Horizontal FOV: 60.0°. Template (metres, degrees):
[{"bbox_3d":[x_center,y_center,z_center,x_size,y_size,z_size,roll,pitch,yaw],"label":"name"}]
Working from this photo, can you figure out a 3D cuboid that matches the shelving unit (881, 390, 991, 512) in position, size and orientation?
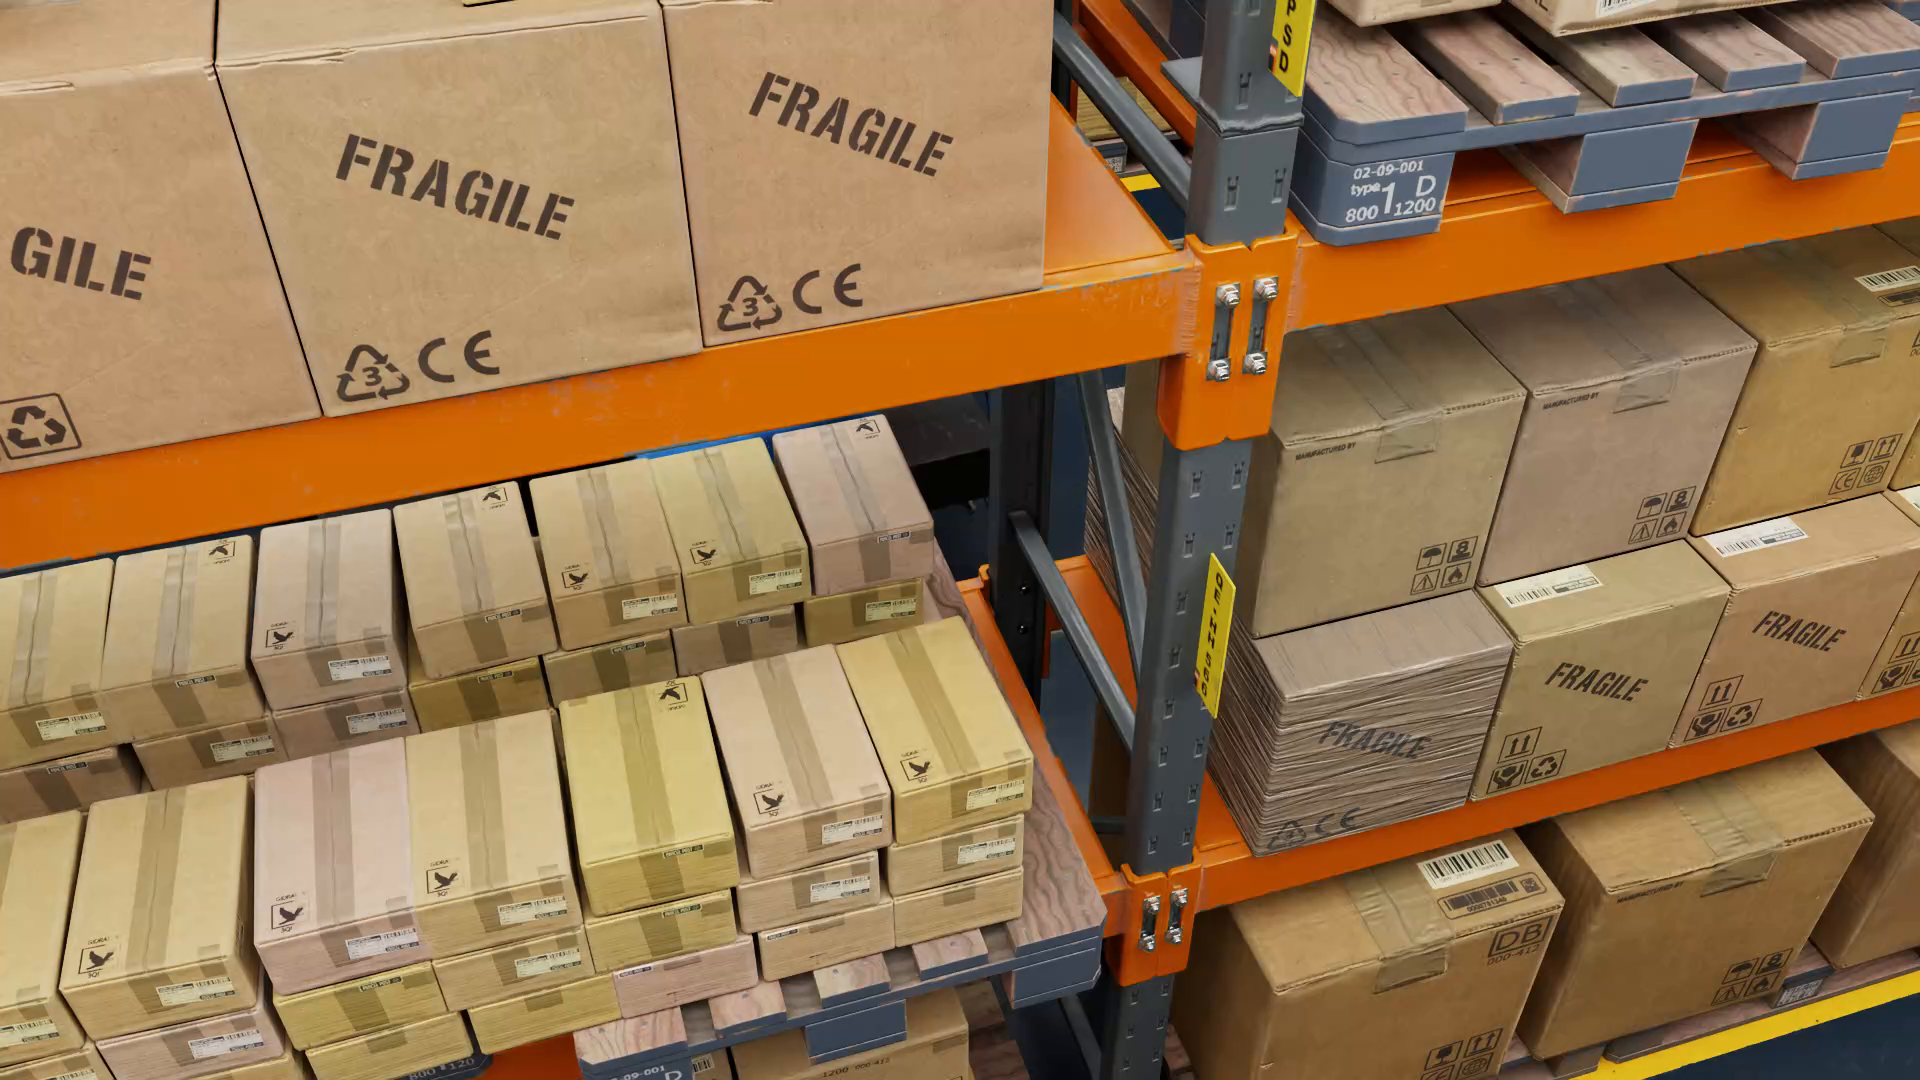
[{"bbox_3d":[-0.132,-0.775,5.541,0.503,2.100,0.431,-14,43,-16],"label":"shelving unit"}]

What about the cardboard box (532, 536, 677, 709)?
[{"bbox_3d":[-0.756,0.143,3.452,0.250,0.149,0.380,-13,43,-14],"label":"cardboard box"}]

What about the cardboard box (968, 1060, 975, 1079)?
[{"bbox_3d":[-0.272,1.317,4.043,0.500,0.500,0.500,-12,43,-13],"label":"cardboard box"}]

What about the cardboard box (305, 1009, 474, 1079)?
[{"bbox_3d":[-1.033,0.762,2.969,0.250,0.149,0.380,-13,43,-15],"label":"cardboard box"}]

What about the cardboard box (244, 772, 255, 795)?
[{"bbox_3d":[-1.474,0.401,3.383,0.250,0.149,0.380,-11,42,-12],"label":"cardboard box"}]

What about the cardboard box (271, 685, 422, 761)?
[{"bbox_3d":[-1.234,0.242,3.339,0.250,0.149,0.380,-12,42,-13],"label":"cardboard box"}]

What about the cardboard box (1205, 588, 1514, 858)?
[{"bbox_3d":[0.786,0.283,3.570,0.500,0.500,0.500,-11,42,-13],"label":"cardboard box"}]

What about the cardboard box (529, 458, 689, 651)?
[{"bbox_3d":[-0.713,0.022,3.364,0.250,0.149,0.380,-12,43,-13],"label":"cardboard box"}]

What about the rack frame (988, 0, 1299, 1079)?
[{"bbox_3d":[0.277,0.240,3.696,0.127,3.000,1.000,-12,42,-13],"label":"rack frame"}]

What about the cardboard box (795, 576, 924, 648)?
[{"bbox_3d":[-0.244,0.034,3.577,0.250,0.149,0.380,-10,42,-11],"label":"cardboard box"}]

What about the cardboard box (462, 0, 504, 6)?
[{"bbox_3d":[-0.515,-0.862,2.019,0.258,0.266,0.396,-12,42,-13],"label":"cardboard box"}]

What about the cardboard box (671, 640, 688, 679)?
[{"bbox_3d":[-0.723,0.245,3.562,0.250,0.149,0.380,-10,42,-11],"label":"cardboard box"}]

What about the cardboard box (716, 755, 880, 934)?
[{"bbox_3d":[-0.311,0.501,3.042,0.250,0.149,0.380,-10,42,-11],"label":"cardboard box"}]

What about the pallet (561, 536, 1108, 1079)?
[{"bbox_3d":[-0.371,0.520,3.521,1.003,0.211,1.213,-12,42,-13],"label":"pallet"}]

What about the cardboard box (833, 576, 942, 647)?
[{"bbox_3d":[-0.210,0.138,3.684,0.250,0.149,0.380,-12,43,-14],"label":"cardboard box"}]

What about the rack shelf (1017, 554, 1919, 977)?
[{"bbox_3d":[2.185,0.115,4.385,4.000,0.370,1.077,-12,42,-13],"label":"rack shelf"}]

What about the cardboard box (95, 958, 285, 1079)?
[{"bbox_3d":[-1.287,0.704,2.810,0.250,0.149,0.380,-11,42,-12],"label":"cardboard box"}]

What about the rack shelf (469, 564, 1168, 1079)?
[{"bbox_3d":[-1.630,0.906,3.480,4.000,0.370,1.077,-12,42,-13],"label":"rack shelf"}]

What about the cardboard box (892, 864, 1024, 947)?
[{"bbox_3d":[-0.055,0.562,3.198,0.250,0.149,0.380,-11,42,-12],"label":"cardboard box"}]

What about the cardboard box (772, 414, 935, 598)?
[{"bbox_3d":[-0.226,-0.077,3.478,0.250,0.149,0.380,-12,42,-13],"label":"cardboard box"}]

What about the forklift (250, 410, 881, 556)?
[{"bbox_3d":[-1.798,-0.655,4.772,3.031,2.935,1.130,-16,44,-18],"label":"forklift"}]

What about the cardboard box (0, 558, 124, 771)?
[{"bbox_3d":[-1.714,0.230,3.127,0.250,0.149,0.380,-12,43,-14],"label":"cardboard box"}]

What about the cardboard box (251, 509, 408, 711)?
[{"bbox_3d":[-1.223,0.129,3.242,0.250,0.149,0.380,-10,42,-11],"label":"cardboard box"}]

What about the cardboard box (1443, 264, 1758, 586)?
[{"bbox_3d":[1.190,-0.358,3.544,0.500,0.500,0.700,-12,43,-14],"label":"cardboard box"}]

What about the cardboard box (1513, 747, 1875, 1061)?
[{"bbox_3d":[1.718,0.690,4.571,0.750,0.750,1.050,-11,42,-12],"label":"cardboard box"}]

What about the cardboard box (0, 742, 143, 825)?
[{"bbox_3d":[-1.728,0.345,3.221,0.250,0.149,0.380,-10,42,-12],"label":"cardboard box"}]

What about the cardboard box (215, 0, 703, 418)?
[{"bbox_3d":[-0.664,-0.548,2.242,0.500,0.500,0.500,-12,42,-13],"label":"cardboard box"}]

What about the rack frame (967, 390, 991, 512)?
[{"bbox_3d":[0.096,-0.832,5.607,0.015,2.100,0.400,-14,43,-16],"label":"rack frame"}]

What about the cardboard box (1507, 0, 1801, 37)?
[{"bbox_3d":[1.034,-1.057,2.573,0.500,0.311,0.500,-12,42,-13],"label":"cardboard box"}]

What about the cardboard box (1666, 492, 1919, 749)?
[{"bbox_3d":[1.752,0.081,3.801,0.500,0.500,0.500,-12,42,-13],"label":"cardboard box"}]

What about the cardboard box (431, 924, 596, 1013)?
[{"bbox_3d":[-0.800,0.604,2.924,0.250,0.149,0.380,-12,42,-13],"label":"cardboard box"}]

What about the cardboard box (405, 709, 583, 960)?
[{"bbox_3d":[-0.796,0.492,2.827,0.250,0.149,0.380,-11,42,-12],"label":"cardboard box"}]

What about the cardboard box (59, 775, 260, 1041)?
[{"bbox_3d":[-1.287,0.591,2.713,0.250,0.149,0.380,-10,42,-11],"label":"cardboard box"}]

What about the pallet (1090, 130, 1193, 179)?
[{"bbox_3d":[0.601,-2.189,8.595,1.213,0.211,1.003,-12,42,-13],"label":"pallet"}]

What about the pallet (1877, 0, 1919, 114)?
[{"bbox_3d":[1.941,-1.202,3.210,1.213,0.211,1.003,-10,42,-11],"label":"pallet"}]

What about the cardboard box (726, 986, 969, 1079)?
[{"bbox_3d":[-0.296,1.040,3.790,0.500,0.250,0.500,-13,43,-14],"label":"cardboard box"}]

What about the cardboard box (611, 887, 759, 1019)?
[{"bbox_3d":[-0.538,0.661,3.085,0.250,0.149,0.380,-11,42,-12],"label":"cardboard box"}]

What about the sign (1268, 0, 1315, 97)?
[{"bbox_3d":[0.438,-0.744,2.148,0.005,0.325,0.100,-12,42,-13],"label":"sign"}]

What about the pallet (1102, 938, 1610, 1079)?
[{"bbox_3d":[1.052,1.181,4.737,1.213,0.211,1.003,-12,42,-13],"label":"pallet"}]

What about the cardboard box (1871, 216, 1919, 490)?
[{"bbox_3d":[2.166,-0.562,3.777,0.500,0.500,0.700,-12,43,-13],"label":"cardboard box"}]

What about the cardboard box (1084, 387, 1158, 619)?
[{"bbox_3d":[0.626,-0.055,3.958,0.500,0.500,0.500,-12,42,-13],"label":"cardboard box"}]

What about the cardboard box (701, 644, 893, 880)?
[{"bbox_3d":[-0.293,0.385,2.949,0.250,0.149,0.380,-12,43,-14],"label":"cardboard box"}]
